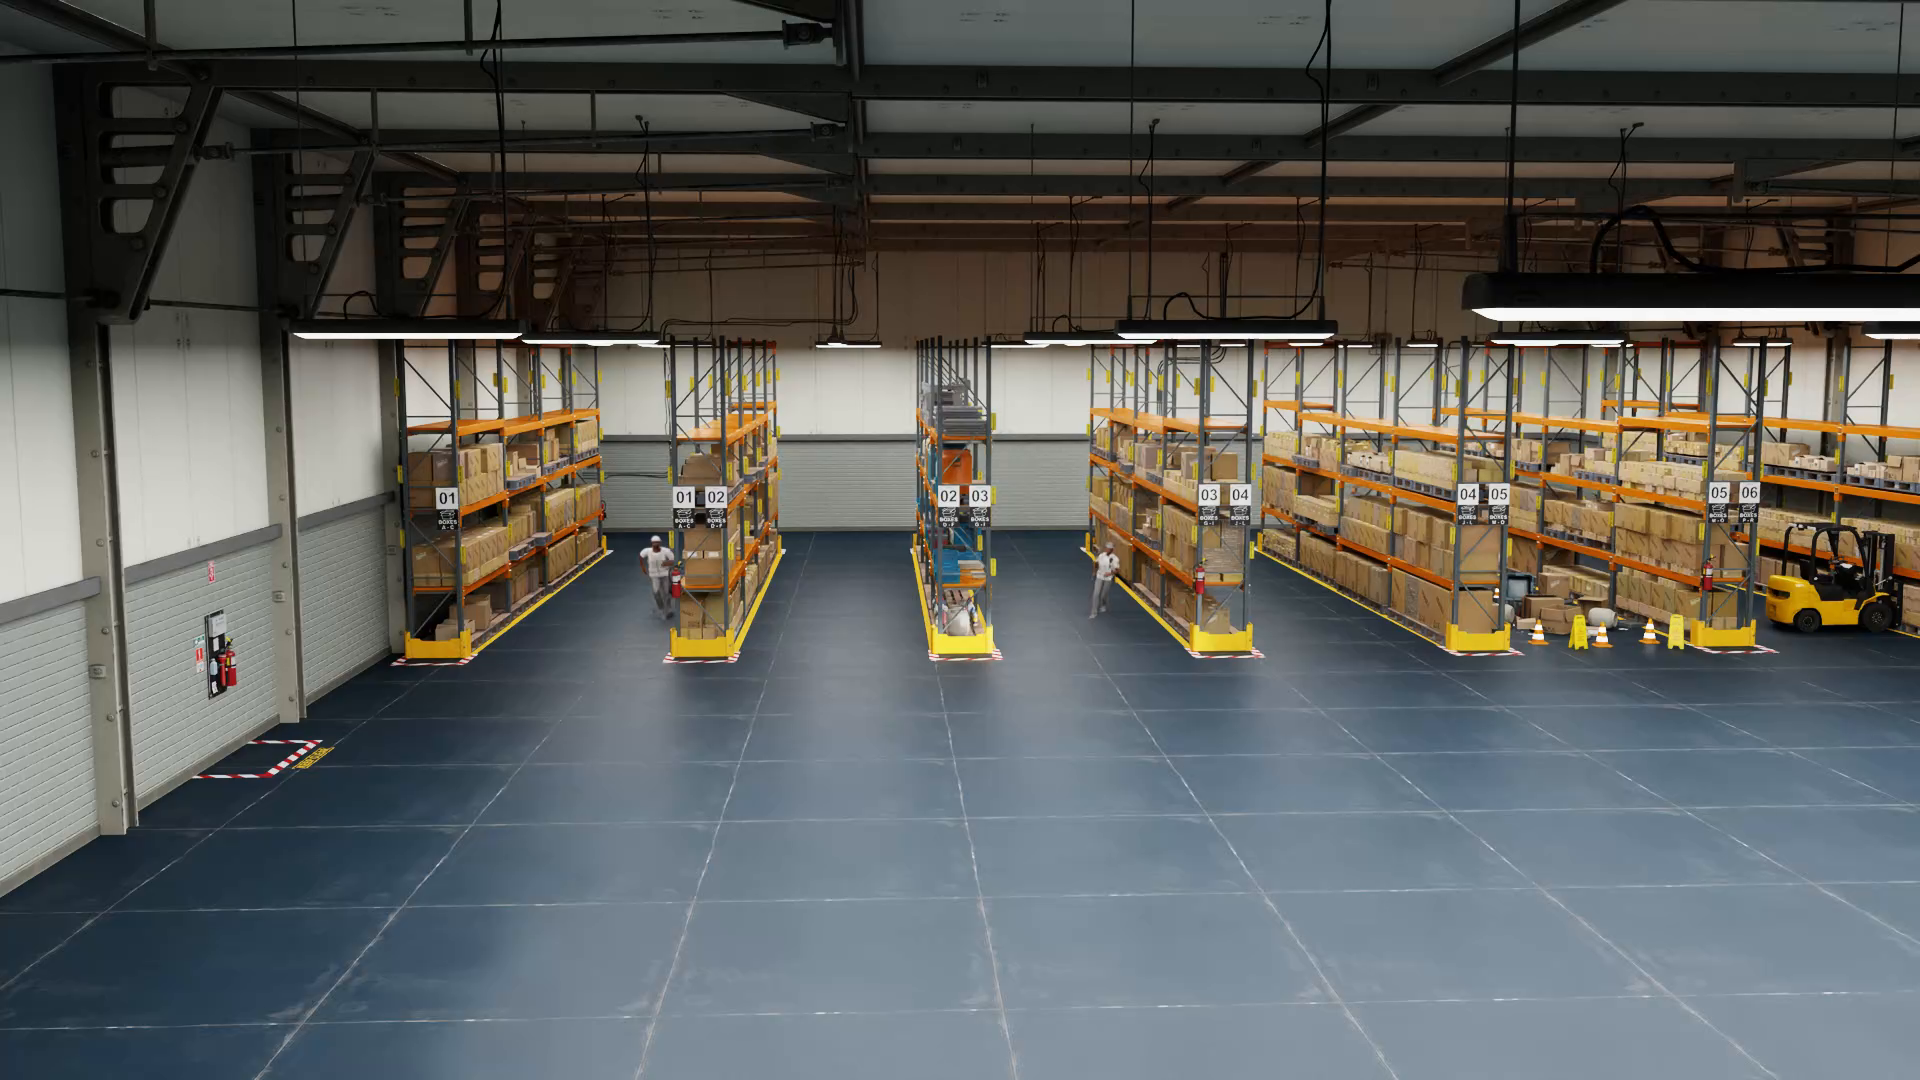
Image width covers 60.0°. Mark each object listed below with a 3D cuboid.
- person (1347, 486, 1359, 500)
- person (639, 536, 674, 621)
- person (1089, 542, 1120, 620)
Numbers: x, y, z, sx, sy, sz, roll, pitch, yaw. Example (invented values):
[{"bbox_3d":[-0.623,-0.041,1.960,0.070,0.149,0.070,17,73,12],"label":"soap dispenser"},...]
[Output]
[{"bbox_3d":[12.039,-0.842,50.682,0.772,1.619,0.612,-3,7,-26],"label":"person"},{"bbox_3d":[-6.496,0.798,35.725,0.772,1.809,0.787,-1,7,-9],"label":"person"},{"bbox_3d":[3.140,0.848,35.748,0.609,1.649,0.858,2,7,18],"label":"person"}]
